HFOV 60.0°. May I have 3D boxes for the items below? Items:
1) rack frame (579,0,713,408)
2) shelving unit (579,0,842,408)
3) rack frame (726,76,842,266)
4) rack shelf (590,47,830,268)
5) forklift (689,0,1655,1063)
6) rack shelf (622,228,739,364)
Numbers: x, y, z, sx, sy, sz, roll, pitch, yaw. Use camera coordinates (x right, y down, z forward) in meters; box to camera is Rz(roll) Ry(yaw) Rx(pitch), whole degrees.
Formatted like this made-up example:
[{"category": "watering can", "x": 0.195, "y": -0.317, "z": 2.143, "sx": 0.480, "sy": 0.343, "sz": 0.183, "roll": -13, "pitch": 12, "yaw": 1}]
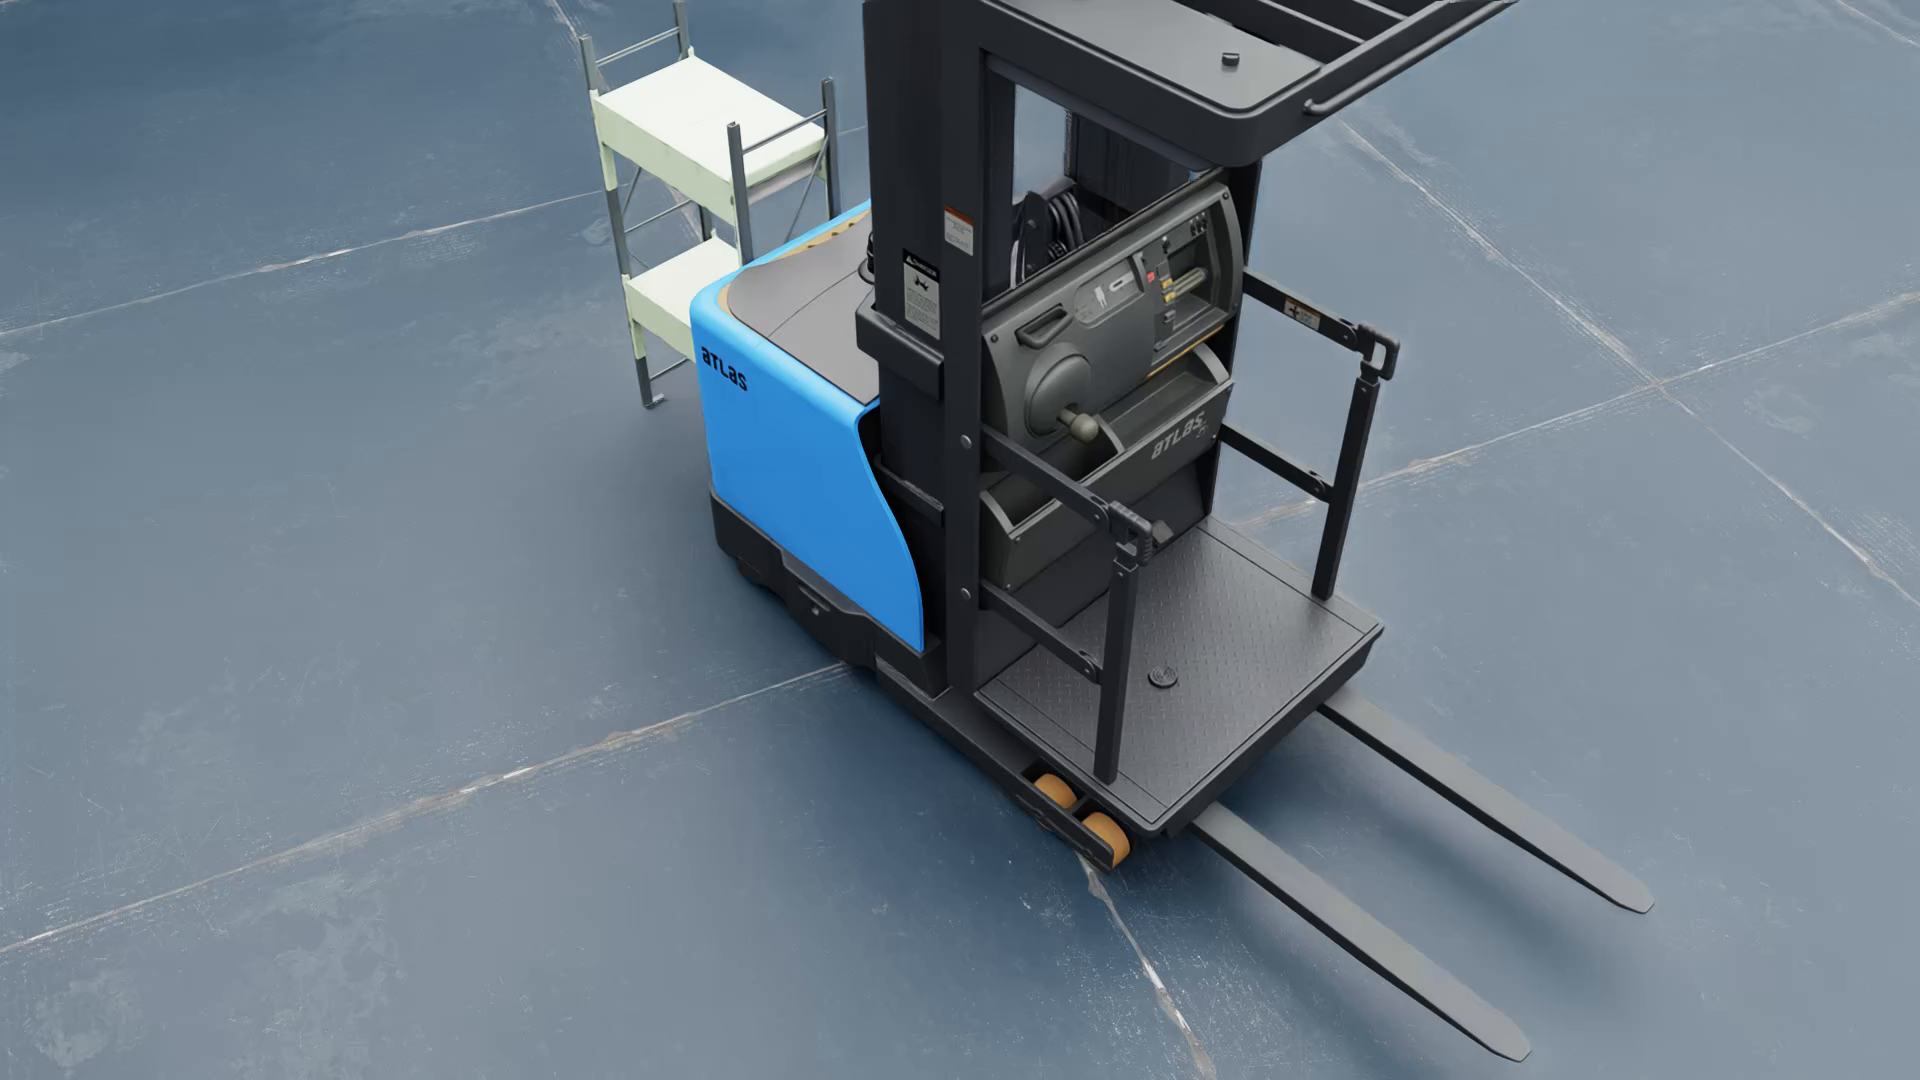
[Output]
[{"category": "rack frame", "x": -1.045, "y": -1.134, "z": 5.831, "sx": 0.400, "sy": 1.500, "sz": 0.023, "roll": -35, "pitch": 54, "yaw": -30}, {"category": "shelving unit", "x": -0.788, "y": -0.951, "z": 5.646, "sx": 0.431, "sy": 1.500, "sz": 0.755, "roll": -35, "pitch": 54, "yaw": -30}, {"category": "rack frame", "x": -0.531, "y": -0.768, "z": 5.460, "sx": 0.400, "sy": 1.500, "sz": 0.023, "roll": -35, "pitch": 54, "yaw": -30}, {"category": "rack shelf", "x": -0.788, "y": -1.229, "z": 5.372, "sx": 0.431, "sy": 0.370, "sz": 0.720, "roll": -35, "pitch": 54, "yaw": -30}, {"category": "forklift", "x": 0.563, "y": -0.510, "z": 4.180, "sx": 1.130, "sy": 2.935, "sz": 3.031, "roll": -35, "pitch": 54, "yaw": -30}, {"category": "rack shelf", "x": -0.788, "y": -0.719, "z": 5.875, "sx": 0.431, "sy": 0.370, "sz": 0.720, "roll": -35, "pitch": 54, "yaw": -30}]
